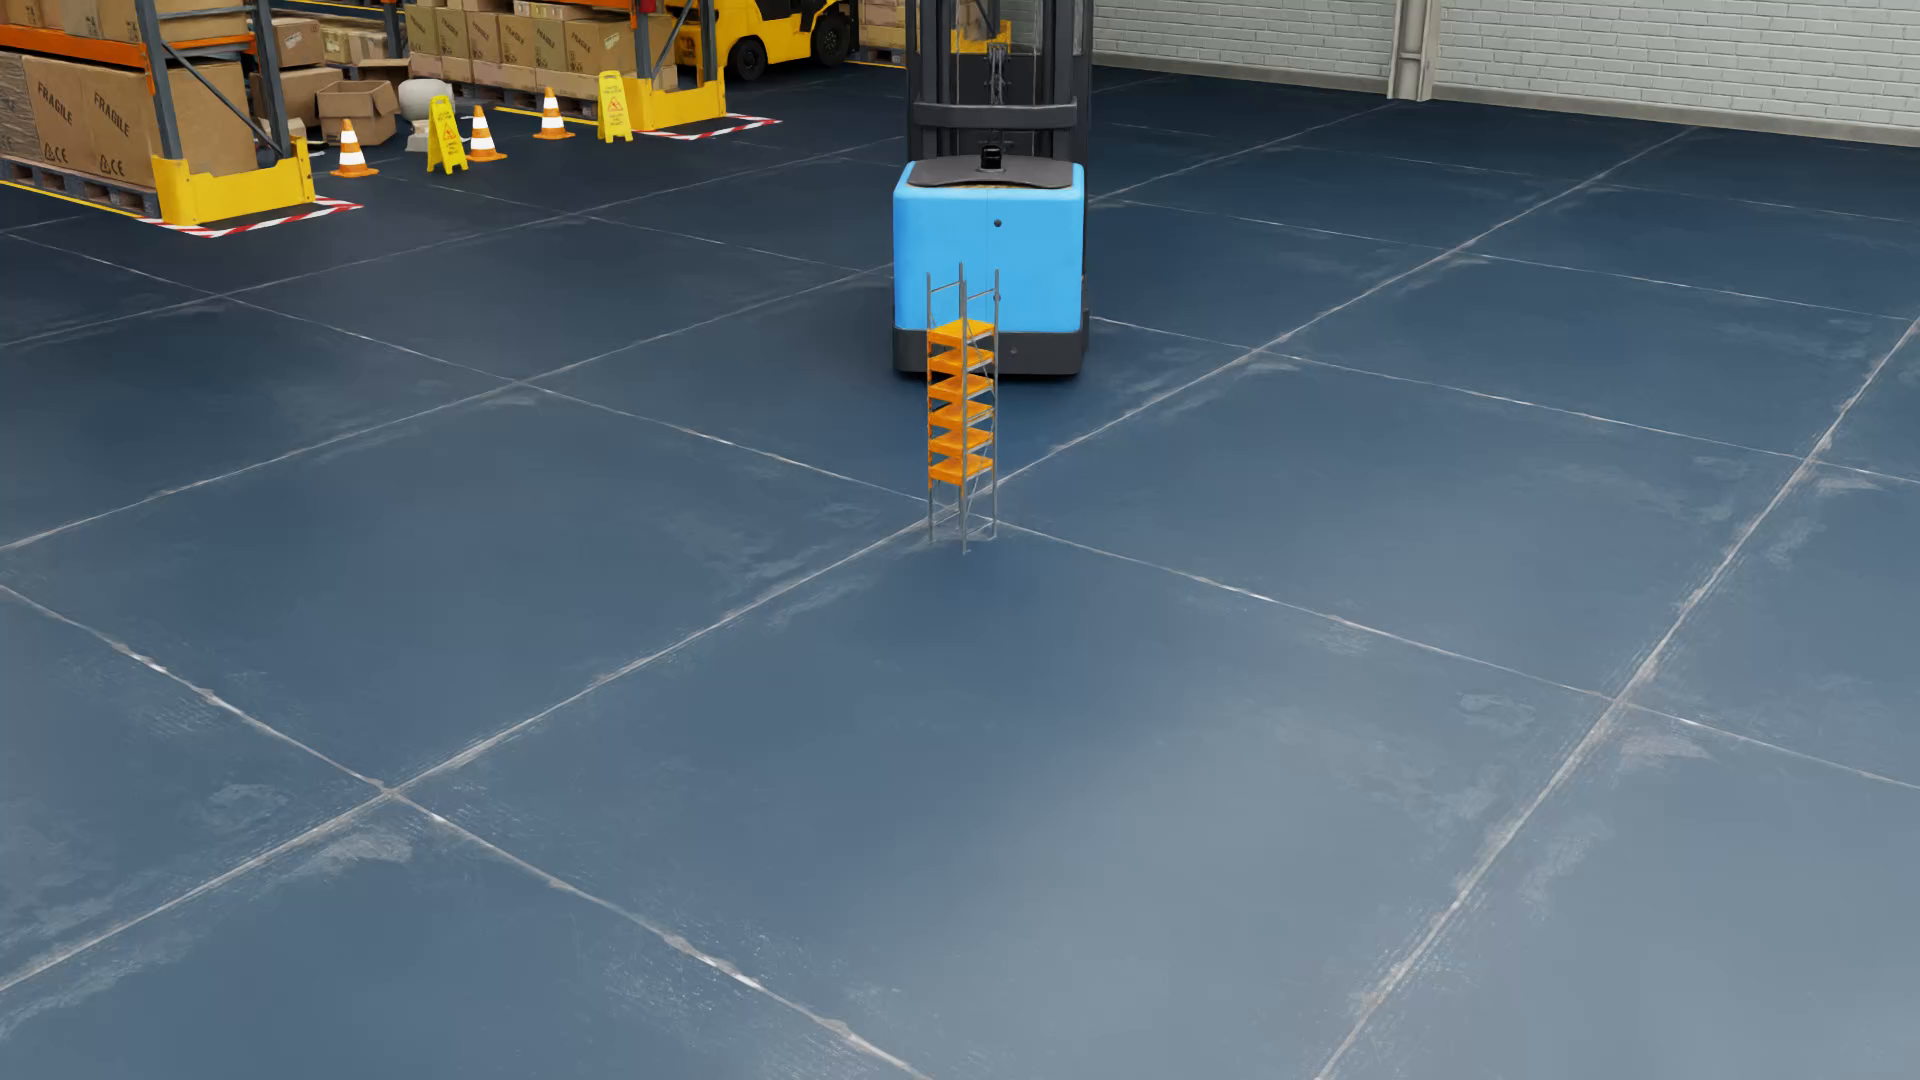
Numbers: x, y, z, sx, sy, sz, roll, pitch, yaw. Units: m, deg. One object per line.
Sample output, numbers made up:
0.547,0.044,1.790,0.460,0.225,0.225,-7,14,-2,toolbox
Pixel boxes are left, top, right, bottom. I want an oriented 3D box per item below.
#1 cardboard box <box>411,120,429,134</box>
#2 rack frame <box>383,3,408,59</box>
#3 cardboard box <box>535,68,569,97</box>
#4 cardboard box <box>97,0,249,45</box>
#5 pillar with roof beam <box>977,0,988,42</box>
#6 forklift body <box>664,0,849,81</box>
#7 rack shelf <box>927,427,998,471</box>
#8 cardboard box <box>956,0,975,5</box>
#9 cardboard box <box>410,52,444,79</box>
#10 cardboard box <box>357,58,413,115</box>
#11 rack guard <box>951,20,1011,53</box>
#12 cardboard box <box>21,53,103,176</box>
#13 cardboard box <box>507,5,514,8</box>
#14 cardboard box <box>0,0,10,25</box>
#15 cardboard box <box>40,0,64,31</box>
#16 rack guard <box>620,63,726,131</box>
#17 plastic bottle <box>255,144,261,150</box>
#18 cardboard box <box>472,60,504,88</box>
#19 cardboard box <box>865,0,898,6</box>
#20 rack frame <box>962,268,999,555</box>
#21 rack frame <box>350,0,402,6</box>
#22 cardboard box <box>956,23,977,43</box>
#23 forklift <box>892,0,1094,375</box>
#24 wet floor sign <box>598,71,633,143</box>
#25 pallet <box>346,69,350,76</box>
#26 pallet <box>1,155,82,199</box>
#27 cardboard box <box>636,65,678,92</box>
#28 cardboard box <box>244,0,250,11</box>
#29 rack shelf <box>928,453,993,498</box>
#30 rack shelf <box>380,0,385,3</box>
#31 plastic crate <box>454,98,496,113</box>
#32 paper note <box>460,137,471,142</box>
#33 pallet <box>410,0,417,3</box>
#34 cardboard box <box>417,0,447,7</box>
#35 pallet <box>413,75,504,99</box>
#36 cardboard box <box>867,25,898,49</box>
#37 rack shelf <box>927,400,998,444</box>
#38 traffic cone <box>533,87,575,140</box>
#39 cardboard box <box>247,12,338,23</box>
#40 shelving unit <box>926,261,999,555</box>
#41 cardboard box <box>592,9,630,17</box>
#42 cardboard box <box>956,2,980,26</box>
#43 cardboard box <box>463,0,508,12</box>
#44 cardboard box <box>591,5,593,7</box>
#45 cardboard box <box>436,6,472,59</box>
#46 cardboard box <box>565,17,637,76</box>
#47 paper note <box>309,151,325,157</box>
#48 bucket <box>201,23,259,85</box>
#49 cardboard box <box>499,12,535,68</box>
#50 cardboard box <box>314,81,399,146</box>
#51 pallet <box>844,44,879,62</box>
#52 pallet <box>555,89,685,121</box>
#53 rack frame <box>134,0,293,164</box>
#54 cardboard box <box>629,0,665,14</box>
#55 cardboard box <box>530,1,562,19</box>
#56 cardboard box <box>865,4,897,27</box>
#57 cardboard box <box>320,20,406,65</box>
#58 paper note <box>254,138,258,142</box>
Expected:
-5.085,-3.972,16.080,0.380,0.149,0.250,-10,26,-21,cardboard box
-6.026,-6.579,18.461,0.127,3.000,1.000,17,29,33,rack frame
-4.044,-4.782,17.272,0.500,0.250,0.500,17,29,33,cardboard box
-6.038,-4.134,12.726,0.550,0.550,0.875,17,29,33,cardboard box
-2.450,-9.029,16.583,0.400,9.000,9.100,17,29,33,pillar with roof beam
-2.463,-6.695,19.779,1.214,2.155,2.313,17,29,33,forklift body
0.012,-0.395,7.066,0.180,0.103,0.258,17,29,33,rack shelf
-0.123,-6.783,20.573,0.500,0.250,0.500,16,29,33,cardboard box
-5.716,-5.283,18.409,0.500,0.250,0.500,15,28,31,cardboard box
-5.985,-4.738,17.380,0.500,0.500,0.500,-5,24,-12,cardboard box
0.167,-6.064,20.393,0.348,0.500,1.175,17,29,33,rack guard
-7.001,-3.565,13.735,0.875,0.875,0.875,16,29,32,cardboard box
-4.575,-5.554,18.094,0.500,0.500,0.500,19,30,36,cardboard box
-7.797,-4.646,13.889,0.550,0.550,0.875,17,29,33,cardboard box
-6.864,-4.436,13.411,0.550,0.550,0.875,17,29,33,cardboard box
-2.887,-4.486,16.811,0.348,0.500,1.175,17,29,33,rack guard
-6.620,-3.636,15.427,0.133,0.061,0.283,7,25,15,plastic bottle
-4.856,-5.030,17.835,0.500,0.250,0.500,16,29,33,cardboard box
-0.819,-6.738,20.471,0.500,0.250,0.500,17,29,34,cardboard box
0.085,-0.523,6.950,0.006,1.200,0.240,17,29,33,rack frame
-9.454,-10.116,26.489,0.127,3.000,1.000,17,29,33,rack frame
-0.127,-6.330,20.785,0.500,0.250,0.500,17,29,34,cardboard box
0.245,-2.802,9.974,1.130,2.935,3.031,2,24,4,forklift
-3.315,-4.143,15.853,0.267,0.644,0.232,-15,28,-30,wet floor sign
-7.631,-5.785,20.119,1.213,0.211,1.003,17,29,33,pallet
-7.372,-3.177,14.199,1.213,0.211,1.003,17,29,33,pallet
-3.305,-4.830,17.381,0.500,0.250,0.500,17,29,33,cardboard box
-9.730,-6.960,21.440,0.875,0.875,0.875,17,29,33,cardboard box
0.012,-0.285,7.115,0.180,0.103,0.258,17,29,33,rack shelf
-7.627,-6.733,19.704,4.000,0.370,1.077,17,29,33,rack shelf
-5.262,-4.599,17.588,0.583,0.080,0.402,7,25,15,plastic crate
-4.776,-3.839,15.926,0.142,0.019,0.148,7,25,15,paper note
-7.800,-8.360,25.963,1.213,0.211,1.003,17,29,33,pallet
-5.652,-5.873,18.015,0.250,0.149,0.380,17,29,34,cardboard box
-5.468,-5.152,18.681,1.213,0.211,1.003,17,29,33,pallet
-0.809,-6.283,20.679,0.500,0.250,0.500,17,29,33,cardboard box
0.012,-0.505,7.018,0.180,0.103,0.258,17,29,33,rack shelf
-3.943,-4.138,16.069,0.334,0.463,0.336,17,29,33,traffic cone
-8.186,-6.220,20.385,0.625,0.372,0.950,16,28,32,cardboard box
0.012,-0.546,7.000,0.189,1.200,0.258,17,29,33,shelving unit
-3.746,-5.303,17.526,0.500,0.500,0.500,16,28,31,cardboard box
-0.103,-6.557,20.682,0.500,0.250,0.500,17,29,34,cardboard box
-5.023,-5.685,17.588,0.250,0.149,0.380,19,30,36,cardboard box
-5.235,-7.943,23.982,0.625,0.625,0.875,18,29,35,cardboard box
-5.281,-5.500,17.973,0.500,0.500,0.500,18,30,35,cardboard box
-3.623,-4.998,16.833,0.500,0.500,0.500,17,29,34,cardboard box
-5.917,-3.547,15.266,0.144,0.017,0.142,-15,28,-30,paper note
-7.423,-4.866,16.748,0.726,0.611,0.620,-15,18,-30,bucket
-4.442,-5.248,17.399,0.500,0.500,0.500,16,28,32,cardboard box
-5.750,-4.077,15.879,0.637,0.503,0.797,-1,24,-3,cardboard box
-1.461,-6.405,21.524,1.213,0.211,1.003,17,29,33,pallet
-3.515,-4.562,17.341,1.213,0.211,1.003,17,29,33,pallet
-5.714,-3.990,12.586,0.127,3.000,1.000,17,29,33,rack frame
-4.093,-7.599,23.202,0.625,0.625,0.875,16,29,33,cardboard box
-4.156,-5.424,16.995,0.250,0.149,0.380,17,29,34,cardboard box
-0.824,-6.518,20.593,0.500,0.250,0.500,16,29,33,cardboard box
-7.025,-5.867,19.584,0.625,0.372,0.950,19,30,36,cardboard box
-6.730,-3.857,15.976,0.172,0.023,0.155,-15,28,-30,paper note
